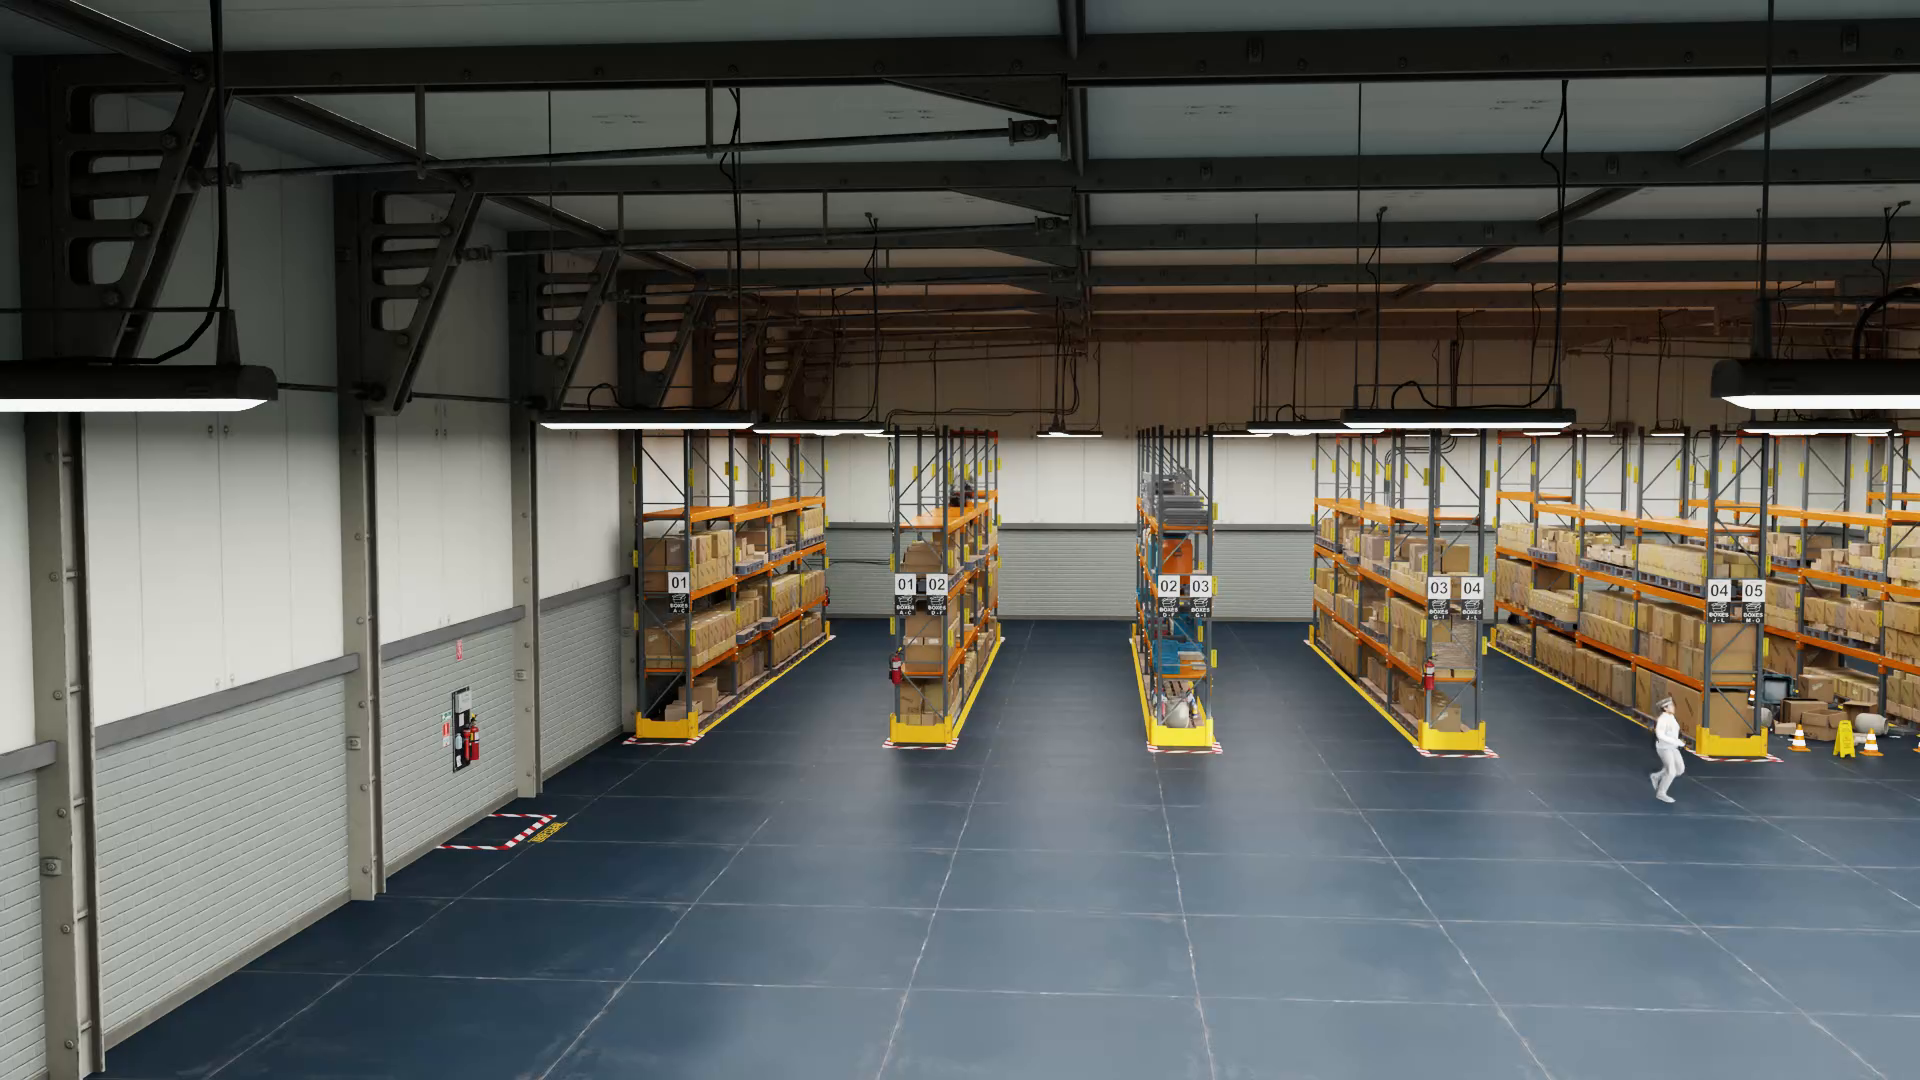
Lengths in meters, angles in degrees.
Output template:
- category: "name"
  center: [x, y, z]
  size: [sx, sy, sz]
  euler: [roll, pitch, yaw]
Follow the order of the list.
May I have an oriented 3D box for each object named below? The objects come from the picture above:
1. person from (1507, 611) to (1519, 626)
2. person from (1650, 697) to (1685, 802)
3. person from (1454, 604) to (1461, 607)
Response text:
- category: "person"
  center: [15.832, 2.091, 47.439]
  size: [0.824, 1.569, 0.580]
  euler: [3, 5, 42]
- category: "person"
  center: [11.234, 3.309, 26.382]
  size: [0.561, 1.664, 0.658]
  euler: [3, 4, 40]
- category: "person"
  center: [13.917, 2.078, 46.437]
  size: [0.732, 1.725, 0.675]
  euler: [3, 4, 39]
